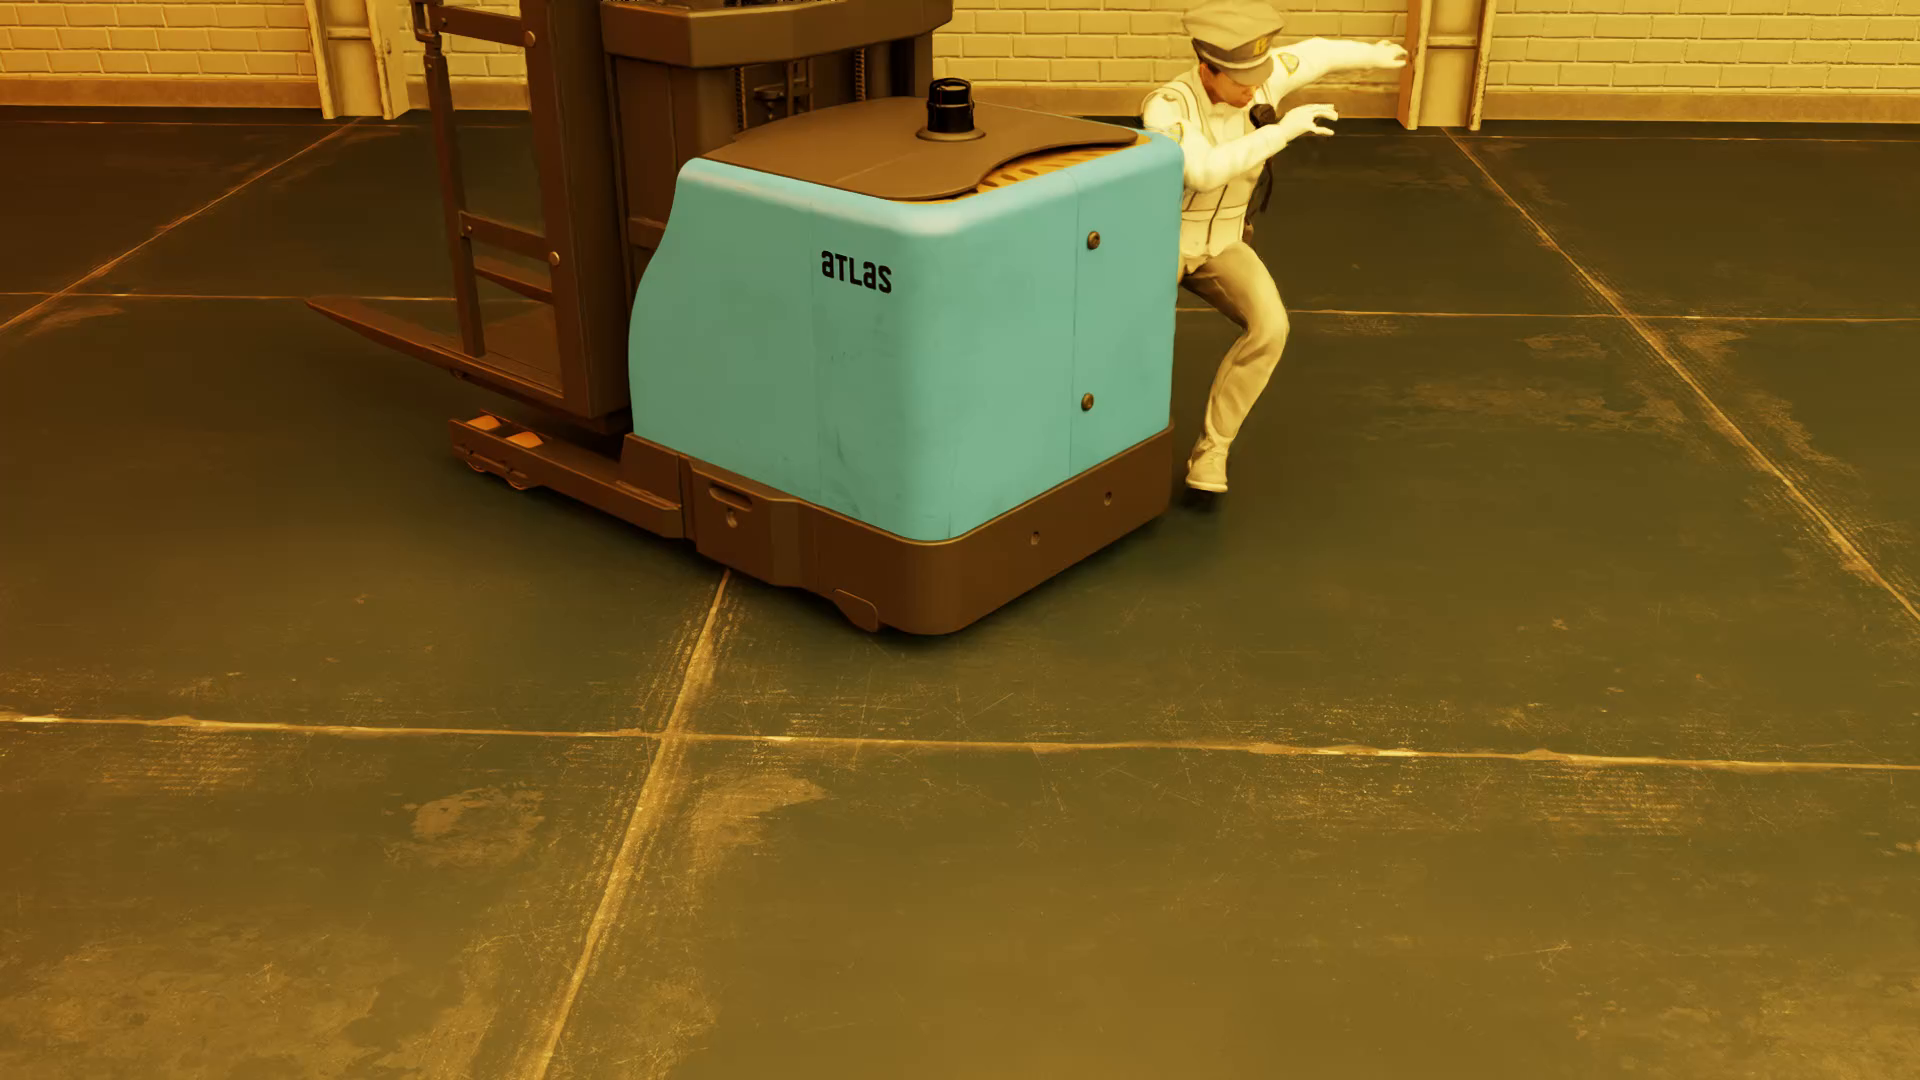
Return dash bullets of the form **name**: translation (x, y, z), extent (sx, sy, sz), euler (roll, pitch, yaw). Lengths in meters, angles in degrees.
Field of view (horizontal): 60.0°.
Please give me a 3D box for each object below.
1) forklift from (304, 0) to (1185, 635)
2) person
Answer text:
- **forklift**: translation (-0.874, -1.616, 4.485), extent (3.031, 2.935, 1.130), euler (21, 33, 35)
- **person**: translation (0.842, -0.845, 4.749), extent (1.308, 1.367, 0.686), euler (-11, 28, -20)
